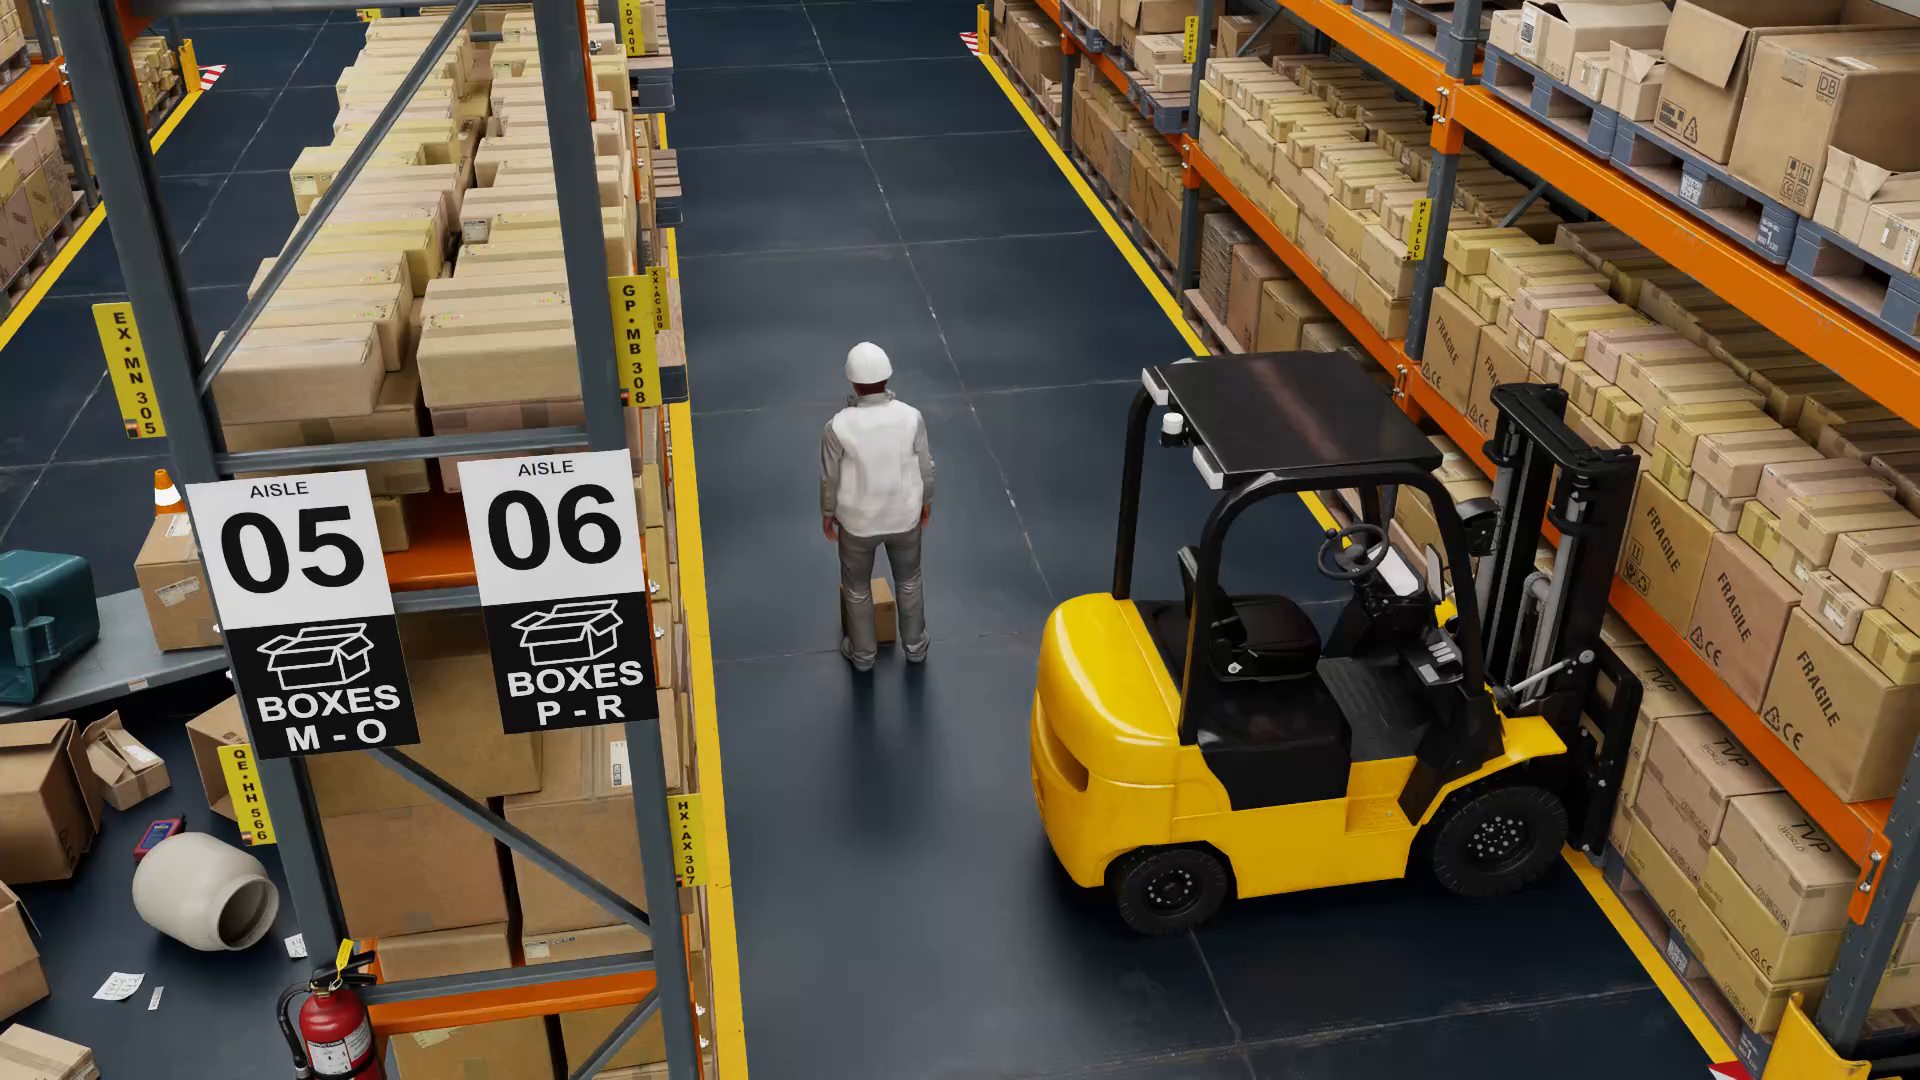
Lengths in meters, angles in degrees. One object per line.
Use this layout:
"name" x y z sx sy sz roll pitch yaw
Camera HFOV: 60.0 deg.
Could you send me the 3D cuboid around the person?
"person" -0.413 -0.144 8.356 0.580 1.772 0.460 -7 31 -12
